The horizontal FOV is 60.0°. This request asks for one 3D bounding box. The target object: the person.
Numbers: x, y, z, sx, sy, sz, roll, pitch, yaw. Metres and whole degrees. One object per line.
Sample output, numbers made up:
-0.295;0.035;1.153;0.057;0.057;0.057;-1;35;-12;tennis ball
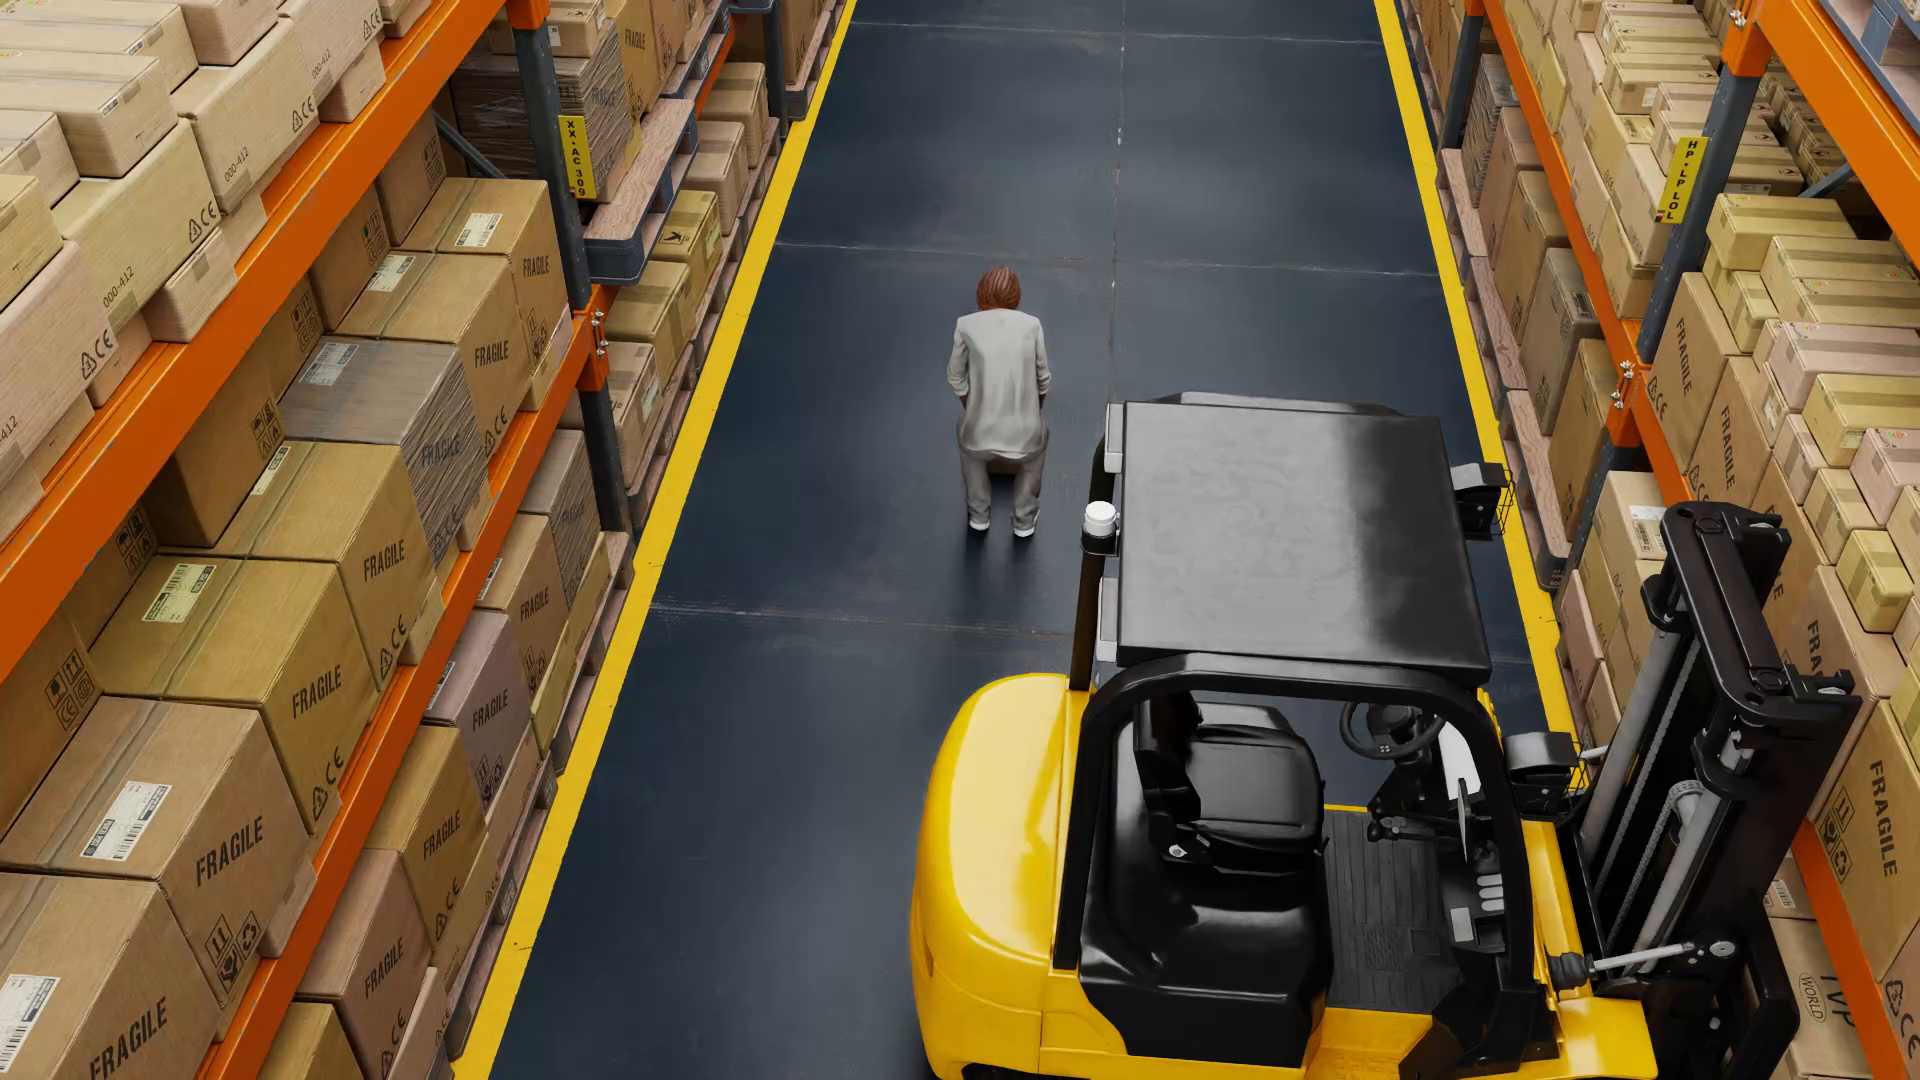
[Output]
0.160;-0.546;7.196;0.463;1.088;0.745;3;41;4;person
